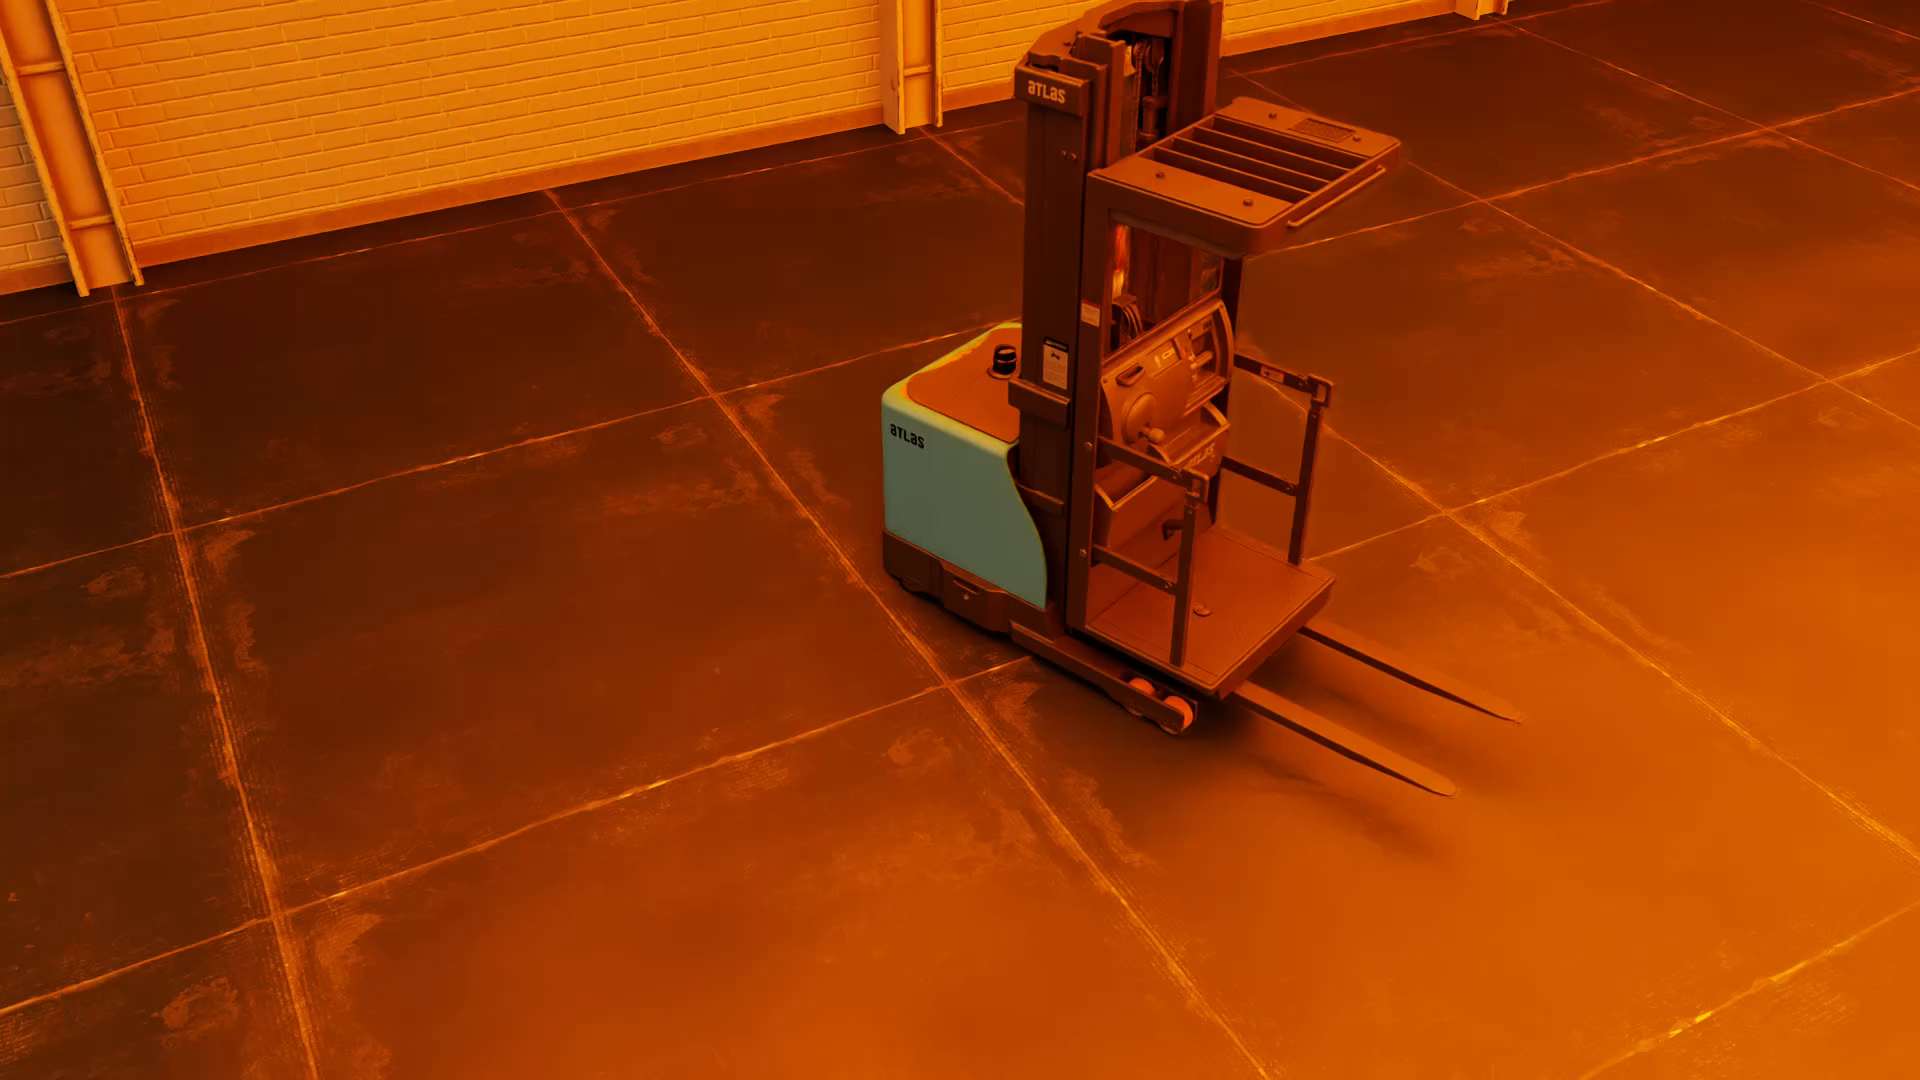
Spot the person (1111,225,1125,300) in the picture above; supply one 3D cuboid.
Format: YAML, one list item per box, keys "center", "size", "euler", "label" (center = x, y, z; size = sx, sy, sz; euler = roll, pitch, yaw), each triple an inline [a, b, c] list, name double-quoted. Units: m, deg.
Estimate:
- center: [0.919, -0.899, 8.683]
  size: [0.698, 1.604, 0.800]
  euler: [22, 41, 28]
  label: "person"

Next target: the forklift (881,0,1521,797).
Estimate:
- center: [1.065, -0.677, 7.081]
  size: [3.031, 2.935, 1.130]
  euler: [26, 43, 32]
  label: "forklift"
